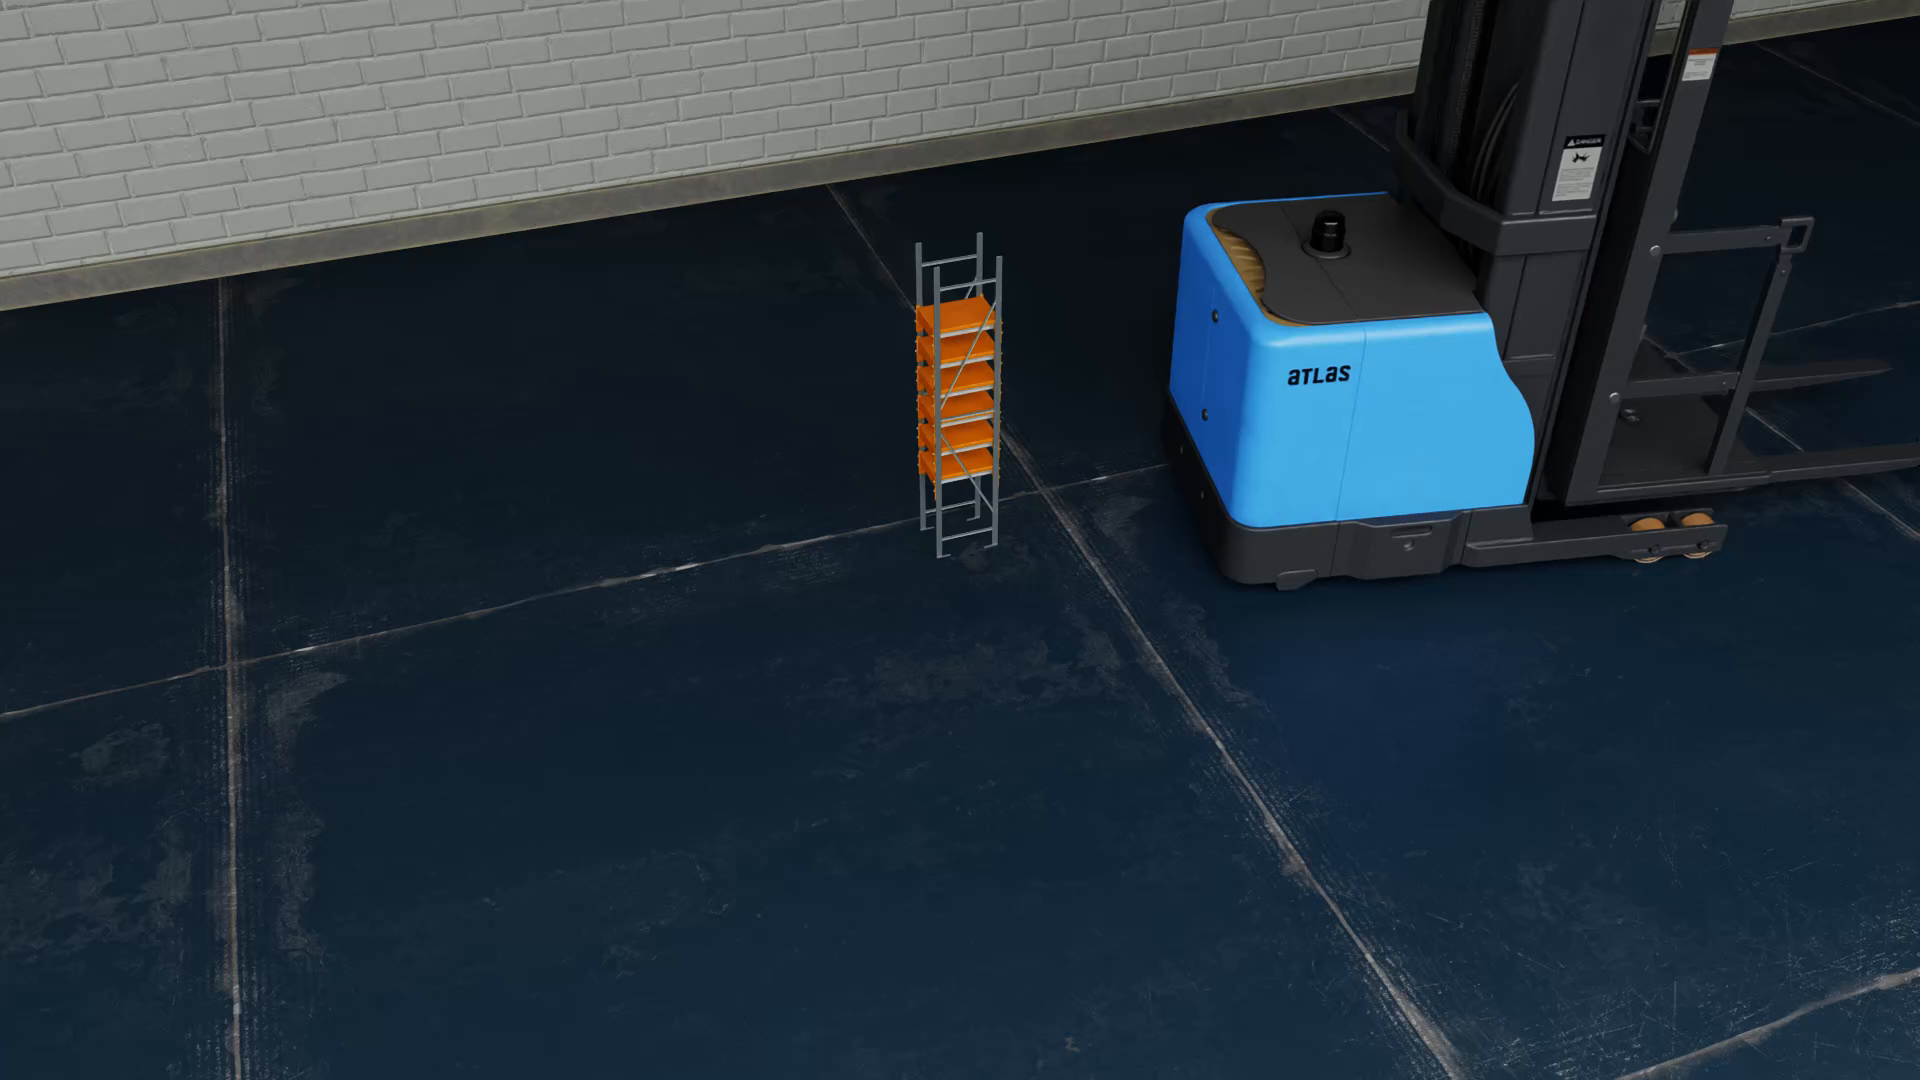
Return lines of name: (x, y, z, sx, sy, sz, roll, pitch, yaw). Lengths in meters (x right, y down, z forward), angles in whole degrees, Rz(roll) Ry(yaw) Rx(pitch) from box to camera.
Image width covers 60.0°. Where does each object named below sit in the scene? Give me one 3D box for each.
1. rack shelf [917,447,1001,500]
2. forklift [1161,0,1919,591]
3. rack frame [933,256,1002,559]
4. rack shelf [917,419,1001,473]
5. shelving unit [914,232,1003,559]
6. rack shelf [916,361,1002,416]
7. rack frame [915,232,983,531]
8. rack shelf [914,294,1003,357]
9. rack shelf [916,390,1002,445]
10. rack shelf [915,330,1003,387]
rack shelf: (-0.005, -0.260, 6.071, 0.258, 0.103, 0.180, -12, 39, -16)
forklift: (2.368, -1.395, 5.666, 3.031, 2.935, 1.130, -5, 37, -7)
rack frame: (0.026, -0.436, 5.831, 0.240, 1.200, 0.006, -12, 39, -16)
rack shelf: (-0.005, -0.356, 5.999, 0.258, 0.103, 0.180, -12, 39, -16)
shelving unit: (-0.005, -0.487, 5.900, 0.258, 1.200, 0.189, -12, 39, -16)
rack shelf: (-0.005, -0.548, 5.854, 0.258, 0.103, 0.180, -12, 39, -16)
rack frame: (-0.036, -0.539, 5.968, 0.240, 1.200, 0.006, -12, 39, -16)
rack shelf: (-0.005, -0.739, 5.710, 0.258, 0.103, 0.180, -12, 39, -16)
rack shelf: (-0.005, -0.452, 5.927, 0.258, 0.103, 0.180, -12, 39, -16)
rack shelf: (-0.005, -0.644, 5.782, 0.258, 0.103, 0.180, -12, 39, -16)
